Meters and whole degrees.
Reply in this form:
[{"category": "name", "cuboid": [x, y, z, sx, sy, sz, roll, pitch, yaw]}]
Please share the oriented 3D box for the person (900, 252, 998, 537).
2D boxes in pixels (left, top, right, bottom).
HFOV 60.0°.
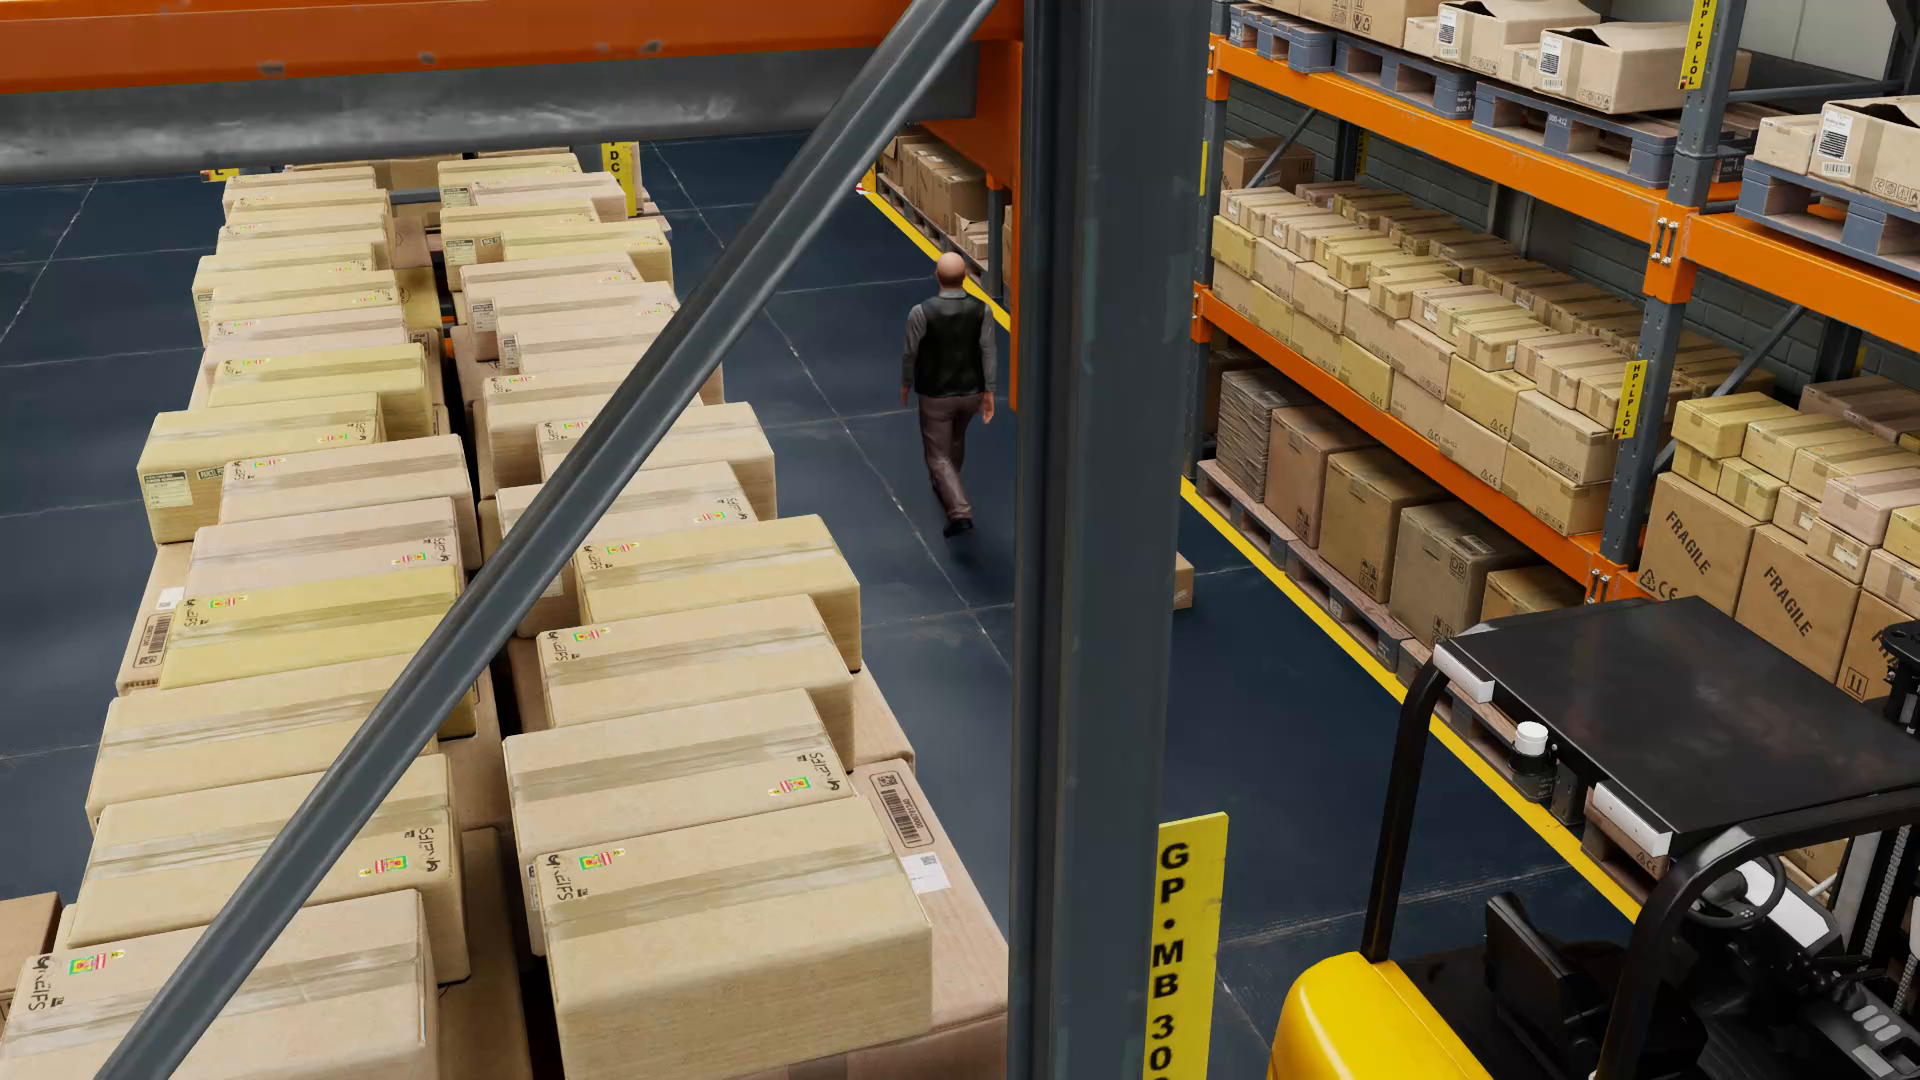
[{"category": "person", "cuboid": [-0.052, -0.833, 9.947, 0.543, 1.581, 1.037, -10, 28, -19]}]
